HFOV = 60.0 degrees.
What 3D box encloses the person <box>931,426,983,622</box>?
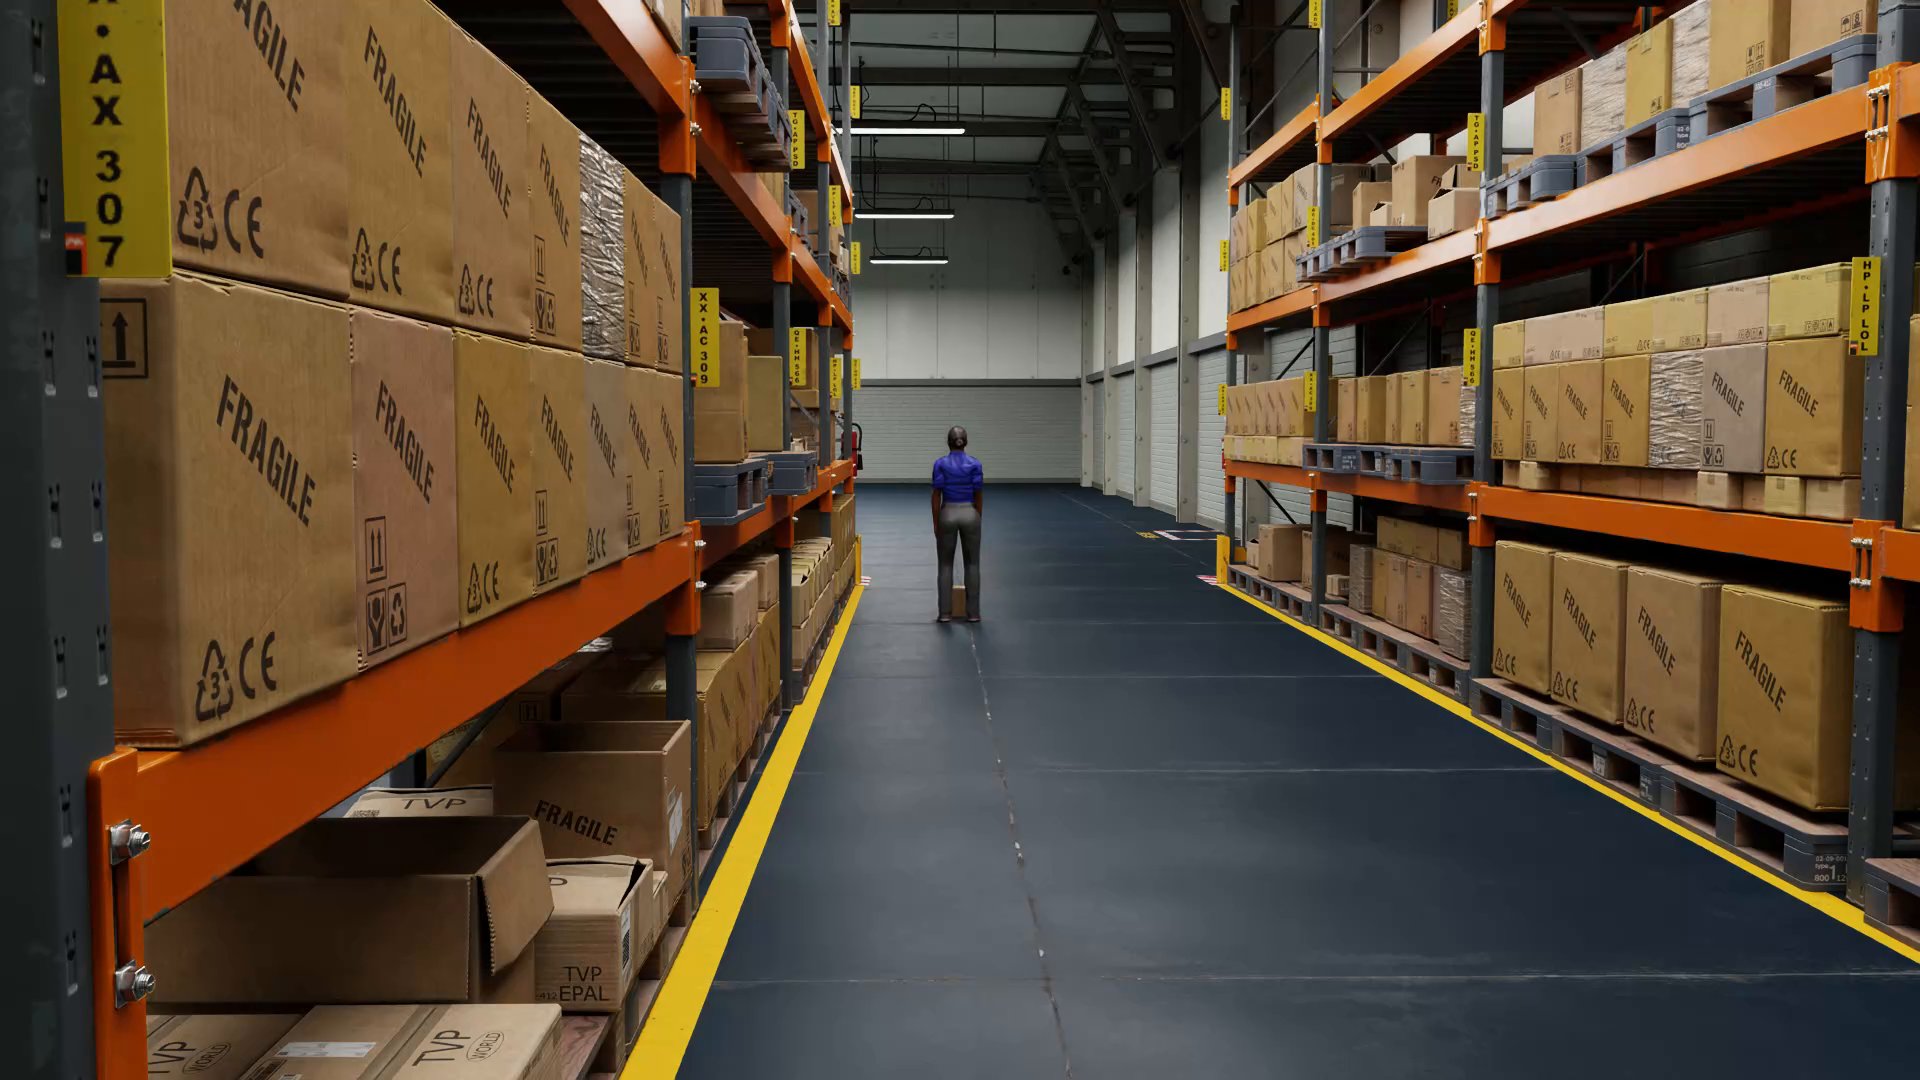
[{"bbox_3d":[-0.024,-0.132,14.012,0.436,1.657,0.316,0,4,0],"label":"person"}]
